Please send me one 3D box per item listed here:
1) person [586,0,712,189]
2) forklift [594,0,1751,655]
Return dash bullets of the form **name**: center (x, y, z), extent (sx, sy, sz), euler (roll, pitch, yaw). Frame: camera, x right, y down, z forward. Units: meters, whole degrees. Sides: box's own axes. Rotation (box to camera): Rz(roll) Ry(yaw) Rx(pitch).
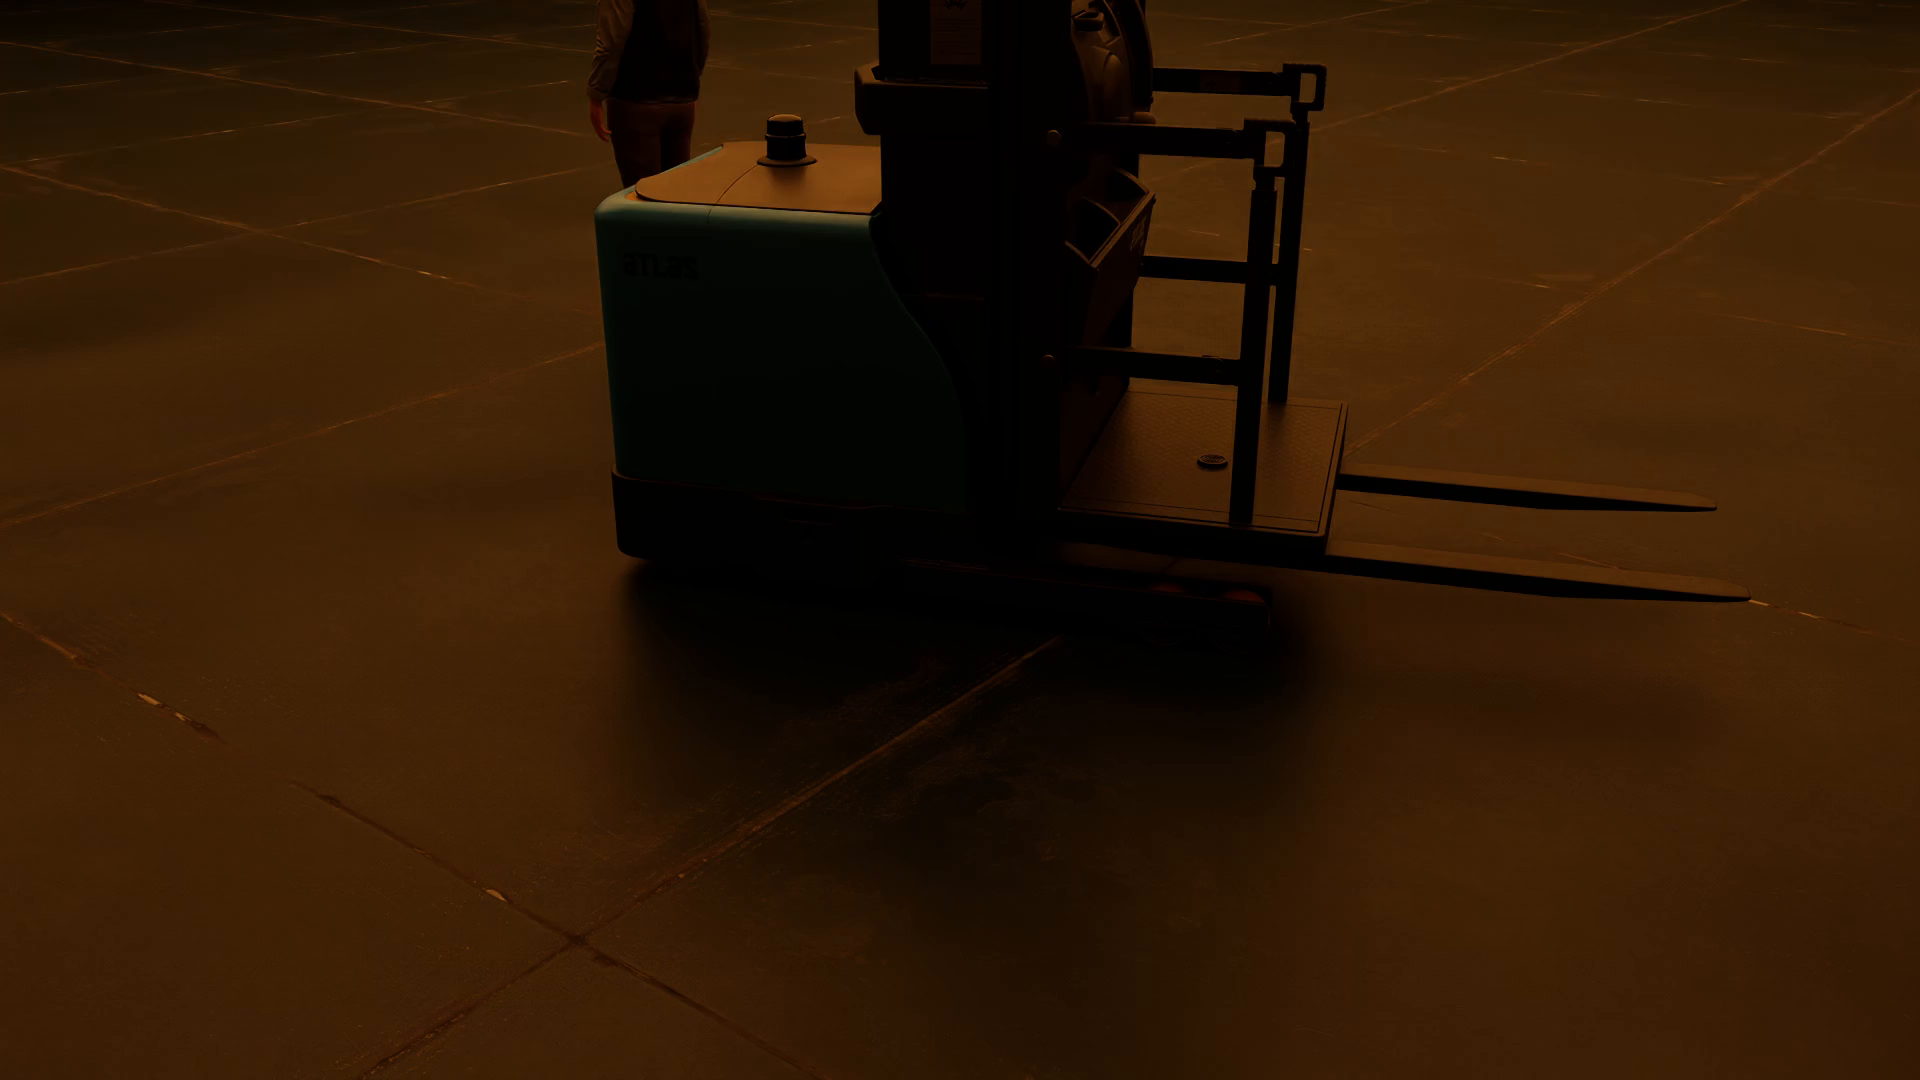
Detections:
- **person**: center (-1.394, -1.885, 7.270), extent (0.567, 1.649, 0.633), euler (18, 29, 35)
- **forklift**: center (0.587, -1.281, 4.284), extent (3.031, 2.935, 1.130), euler (6, 24, 14)
